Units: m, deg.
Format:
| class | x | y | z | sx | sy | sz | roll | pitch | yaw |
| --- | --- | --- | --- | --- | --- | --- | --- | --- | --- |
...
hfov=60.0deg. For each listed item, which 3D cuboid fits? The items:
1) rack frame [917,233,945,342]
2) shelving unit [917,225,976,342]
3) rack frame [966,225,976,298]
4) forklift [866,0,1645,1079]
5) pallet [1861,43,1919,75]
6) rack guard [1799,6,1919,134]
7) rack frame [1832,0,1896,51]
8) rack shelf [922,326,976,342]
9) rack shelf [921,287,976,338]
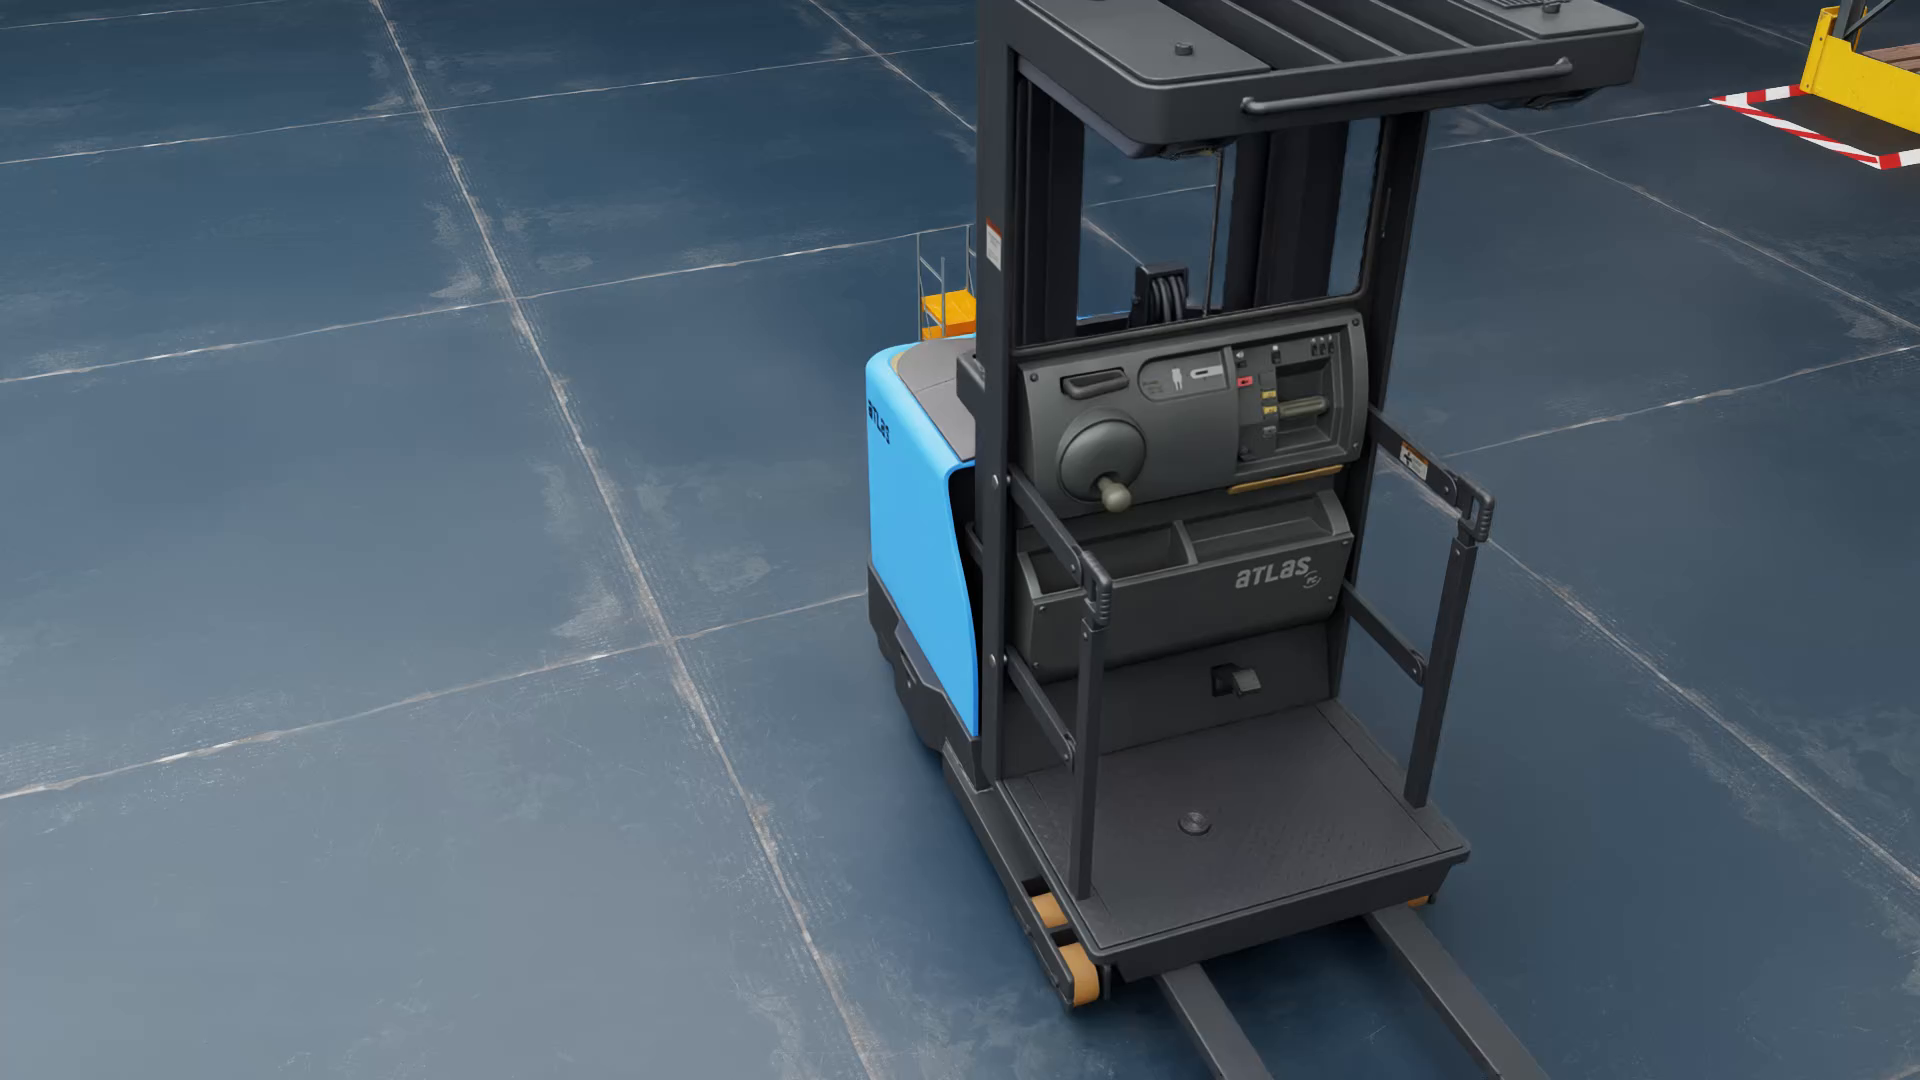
| class | x | y | z | sx | sy | sz | roll | pitch | yaw |
| --- | --- | --- | --- | --- | --- | --- | --- | --- | --- |
| rack frame | -0.098 | -0.481 | 5.888 | 0.006 | 1.200 | 0.240 | -13 | 35 | -19 |
| shelving unit | -0.013 | -0.500 | 5.918 | 0.189 | 1.200 | 0.258 | -13 | 35 | -19 |
| rack frame | 0.071 | -0.519 | 5.948 | 0.006 | 1.200 | 0.240 | -13 | 35 | -19 |
| forklift | 0.673 | -0.261 | 3.964 | 1.130 | 2.935 | 3.031 | -11 | 35 | -17 |
| pallet | 6.525 | -2.920 | 10.544 | 1.213 | 0.211 | 1.003 | -13 | 35 | -19 |
| rack guard | 5.774 | -2.872 | 10.206 | 0.348 | 0.500 | 1.175 | -13 | 35 | -19 |
| rack frame | 5.722 | -3.880 | 9.463 | 0.127 | 3.000 | 1.000 | -13 | 35 | -19 |
| rack shelf | -0.013 | -0.664 | 5.811 | 0.180 | 0.103 | 0.258 | -13 | 35 | -19 |
| rack shelf | -0.013 | -0.764 | 5.746 | 0.180 | 0.103 | 0.258 | -13 | 35 | -19 |
